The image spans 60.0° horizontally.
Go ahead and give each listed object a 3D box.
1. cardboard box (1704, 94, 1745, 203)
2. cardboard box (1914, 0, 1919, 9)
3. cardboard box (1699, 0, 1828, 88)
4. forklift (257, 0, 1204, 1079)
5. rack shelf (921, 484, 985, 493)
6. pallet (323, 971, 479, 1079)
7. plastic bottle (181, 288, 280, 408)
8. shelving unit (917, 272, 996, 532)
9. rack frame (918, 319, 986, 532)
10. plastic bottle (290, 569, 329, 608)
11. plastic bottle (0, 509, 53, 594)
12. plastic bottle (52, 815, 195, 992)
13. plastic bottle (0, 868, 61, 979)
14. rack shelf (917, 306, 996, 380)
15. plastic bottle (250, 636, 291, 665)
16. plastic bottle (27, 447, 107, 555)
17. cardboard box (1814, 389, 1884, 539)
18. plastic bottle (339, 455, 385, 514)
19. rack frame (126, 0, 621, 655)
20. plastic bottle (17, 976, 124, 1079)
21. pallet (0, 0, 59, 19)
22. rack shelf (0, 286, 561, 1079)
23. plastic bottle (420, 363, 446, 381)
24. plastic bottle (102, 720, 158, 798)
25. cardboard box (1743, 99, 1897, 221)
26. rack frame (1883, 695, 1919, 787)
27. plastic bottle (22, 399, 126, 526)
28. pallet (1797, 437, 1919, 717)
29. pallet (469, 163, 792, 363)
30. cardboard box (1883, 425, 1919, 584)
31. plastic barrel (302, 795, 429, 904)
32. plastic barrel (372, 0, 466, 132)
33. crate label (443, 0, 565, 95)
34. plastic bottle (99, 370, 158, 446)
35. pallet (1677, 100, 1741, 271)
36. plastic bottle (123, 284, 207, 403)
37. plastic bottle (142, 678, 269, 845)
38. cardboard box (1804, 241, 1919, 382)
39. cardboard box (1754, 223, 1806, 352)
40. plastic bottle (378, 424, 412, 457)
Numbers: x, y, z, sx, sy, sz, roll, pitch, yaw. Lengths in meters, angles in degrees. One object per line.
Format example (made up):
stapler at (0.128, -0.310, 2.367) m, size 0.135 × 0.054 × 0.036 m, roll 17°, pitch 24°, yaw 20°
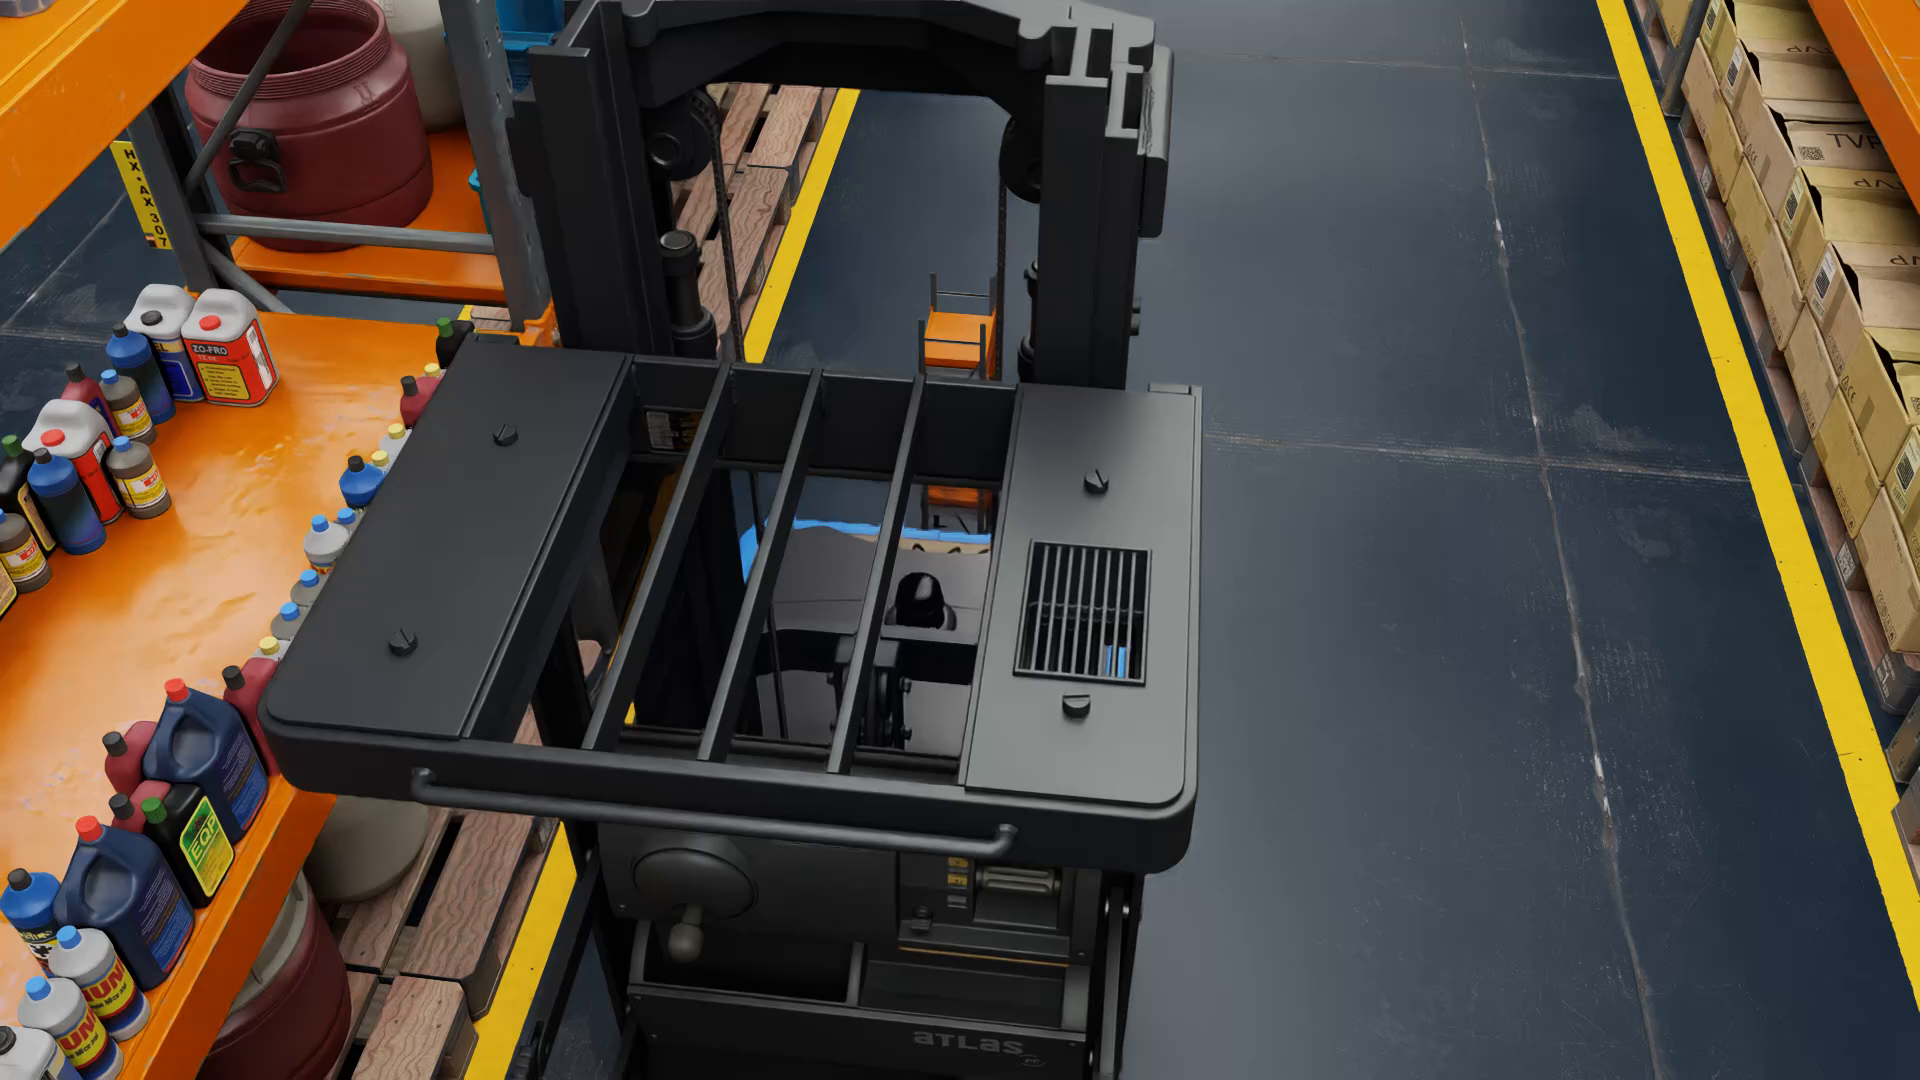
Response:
cardboard box at (3.462, -1.633, 6.987) m, size 0.500 × 0.250 × 0.500 m, roll 6°, pitch 44°, yaw 7°
cardboard box at (3.576, -1.893, 5.495) m, size 0.500 × 0.500 × 0.500 m, roll 5°, pitch 44°, yaw 6°
cardboard box at (3.528, -2.178, 7.155) m, size 0.500 × 0.311 × 0.500 m, roll 5°, pitch 44°, yaw 6°
forklift at (-0.227, 0.691, 2.888) m, size 1.130 × 2.935 × 3.031 m, roll 5°, pitch 44°, yaw 5°
rack shelf at (-0.007, -0.337, 5.358) m, size 0.215 × 0.259 × 0.240 m, roll 5°, pitch 44°, yaw 6°
pallet at (-1.835, 1.577, 3.931) m, size 1.003 × 0.211 × 1.213 m, roll 5°, pitch 44°, yaw 6°
plastic bottle at (-1.836, -0.482, 4.167) m, size 0.152 × 0.276 × 0.135 m, roll 5°, pitch 44°, yaw 6°
shelving unit at (-0.007, -0.345, 5.351) m, size 0.215 × 1.050 × 0.252 m, roll 5°, pitch 44°, yaw 6°
rack frame at (-0.023, -0.262, 5.263) m, size 0.200 × 1.050 × 0.008 m, roll 5°, pitch 44°, yaw 6°
plastic bottle at (-1.368, 0.147, 3.558) m, size 0.097 × 0.201 × 0.097 m, roll 0°, pitch 43°, yaw 0°
plastic bottle at (-2.108, 0.014, 3.698) m, size 0.097 × 0.201 × 0.097 m, roll 0°, pitch 43°, yaw 0°
plastic bottle at (-1.495, 0.627, 2.942) m, size 0.144 × 0.351 × 0.185 m, roll 5°, pitch 44°, yaw 6°
plastic bottle at (-1.620, 0.675, 2.950) m, size 0.097 × 0.271 × 0.097 m, roll 0°, pitch 43°, yaw 0°
rack shelf at (-0.007, -0.543, 5.163) m, size 0.215 × 0.259 × 0.240 m, roll 5°, pitch 44°, yaw 6°
plastic bottle at (-1.393, 0.279, 3.418) m, size 0.097 × 0.201 × 0.097 m, roll 0°, pitch 43°, yaw 0°
plastic bottle at (-2.030, -0.096, 3.764) m, size 0.097 × 0.271 × 0.097 m, roll 0°, pitch 43°, yaw 0°
cardboard box at (3.193, -0.240, 5.516) m, size 0.500 × 0.250 × 0.500 m, roll 5°, pitch 44°, yaw 5°
plastic bottle at (-1.329, -0.078, 3.744) m, size 0.097 × 0.271 × 0.097 m, roll 0°, pitch 43°, yaw 0°
rack frame at (-1.609, -0.806, 4.420) m, size 1.000 × 3.000 × 0.127 m, roll 5°, pitch 44°, yaw 6°
plastic bottle at (-1.503, 0.820, 2.796) m, size 0.097 × 0.271 × 0.097 m, roll 0°, pitch 43°, yaw 0°
pallet at (-1.807, -1.314, 2.912) m, size 1.003 × 0.211 × 1.213 m, roll 5°, pitch 44°, yaw 6°
rack shelf at (-1.873, 0.818, 3.227) m, size 1.077 × 0.370 × 4.000 m, roll 5°, pitch 44°, yaw 6°
plastic bottle at (-1.273, -0.342, 4.074) m, size 0.097 × 0.201 × 0.097 m, roll 0°, pitch 43°, yaw 0°
plastic bottle at (-1.558, 0.443, 3.186) m, size 0.061 × 0.283 × 0.133 m, roll 5°, pitch 44°, yaw 6°
cardboard box at (3.389, -1.484, 6.423) m, size 0.500 × 0.311 × 0.500 m, roll 4°, pitch 44°, yaw 4°
rack frame at (3.301, -0.353, 3.941) m, size 1.000 × 3.000 × 0.127 m, roll 5°, pitch 44°, yaw 6°
plastic bottle at (-2.048, -0.180, 3.849) m, size 0.152 × 0.276 × 0.135 m, roll 5°, pitch 44°, yaw 6°
pallet at (3.448, 0.102, 5.489) m, size 1.003 × 0.211 × 1.213 m, roll 5°, pitch 44°, yaw 6°
pallet at (-1.304, -1.147, 6.808) m, size 1.003 × 0.211 × 1.213 m, roll 5°, pitch 44°, yaw 6°
cardboard box at (3.126, -0.090, 4.950) m, size 0.500 × 0.311 × 0.500 m, roll 6°, pitch 44°, yaw 7°
plastic barrel at (-1.643, 0.673, 4.362) m, size 0.421 × 0.512 × 0.421 m, roll 0°, pitch 43°, yaw 0°
plastic barrel at (-1.685, -1.567, 5.142) m, size 0.421 × 0.512 × 0.421 m, roll 0°, pitch 43°, yaw 0°
crate label at (-1.209, -1.471, 5.097) m, size 0.502 × 0.435 × 0.616 m, roll 5°, pitch 44°, yaw 6°
plastic bottle at (-2.042, -0.325, 4.057) m, size 0.097 × 0.201 × 0.097 m, roll 0°, pitch 43°, yaw 0°
pallet at (3.771, -1.561, 7.245) m, size 1.003 × 0.211 × 1.213 m, roll 5°, pitch 44°, yaw 6°
plastic bottle at (-1.986, -0.495, 4.182) m, size 0.152 × 0.276 × 0.135 m, roll 5°, pitch 44°, yaw 6°
plastic bottle at (-1.453, 0.410, 3.171) m, size 0.144 × 0.351 × 0.185 m, roll 5°, pitch 44°, yaw 6°
cardboard box at (3.257, -0.789, 5.688) m, size 0.500 × 0.311 × 0.500 m, roll 5°, pitch 44°, yaw 5°
cardboard box at (3.328, -0.933, 6.248) m, size 0.500 × 0.250 × 0.500 m, roll 6°, pitch 44°, yaw 6°
plastic bottle at (-1.303, -0.185, 3.908) m, size 0.097 × 0.201 × 0.097 m, roll 0°, pitch 43°, yaw 0°
